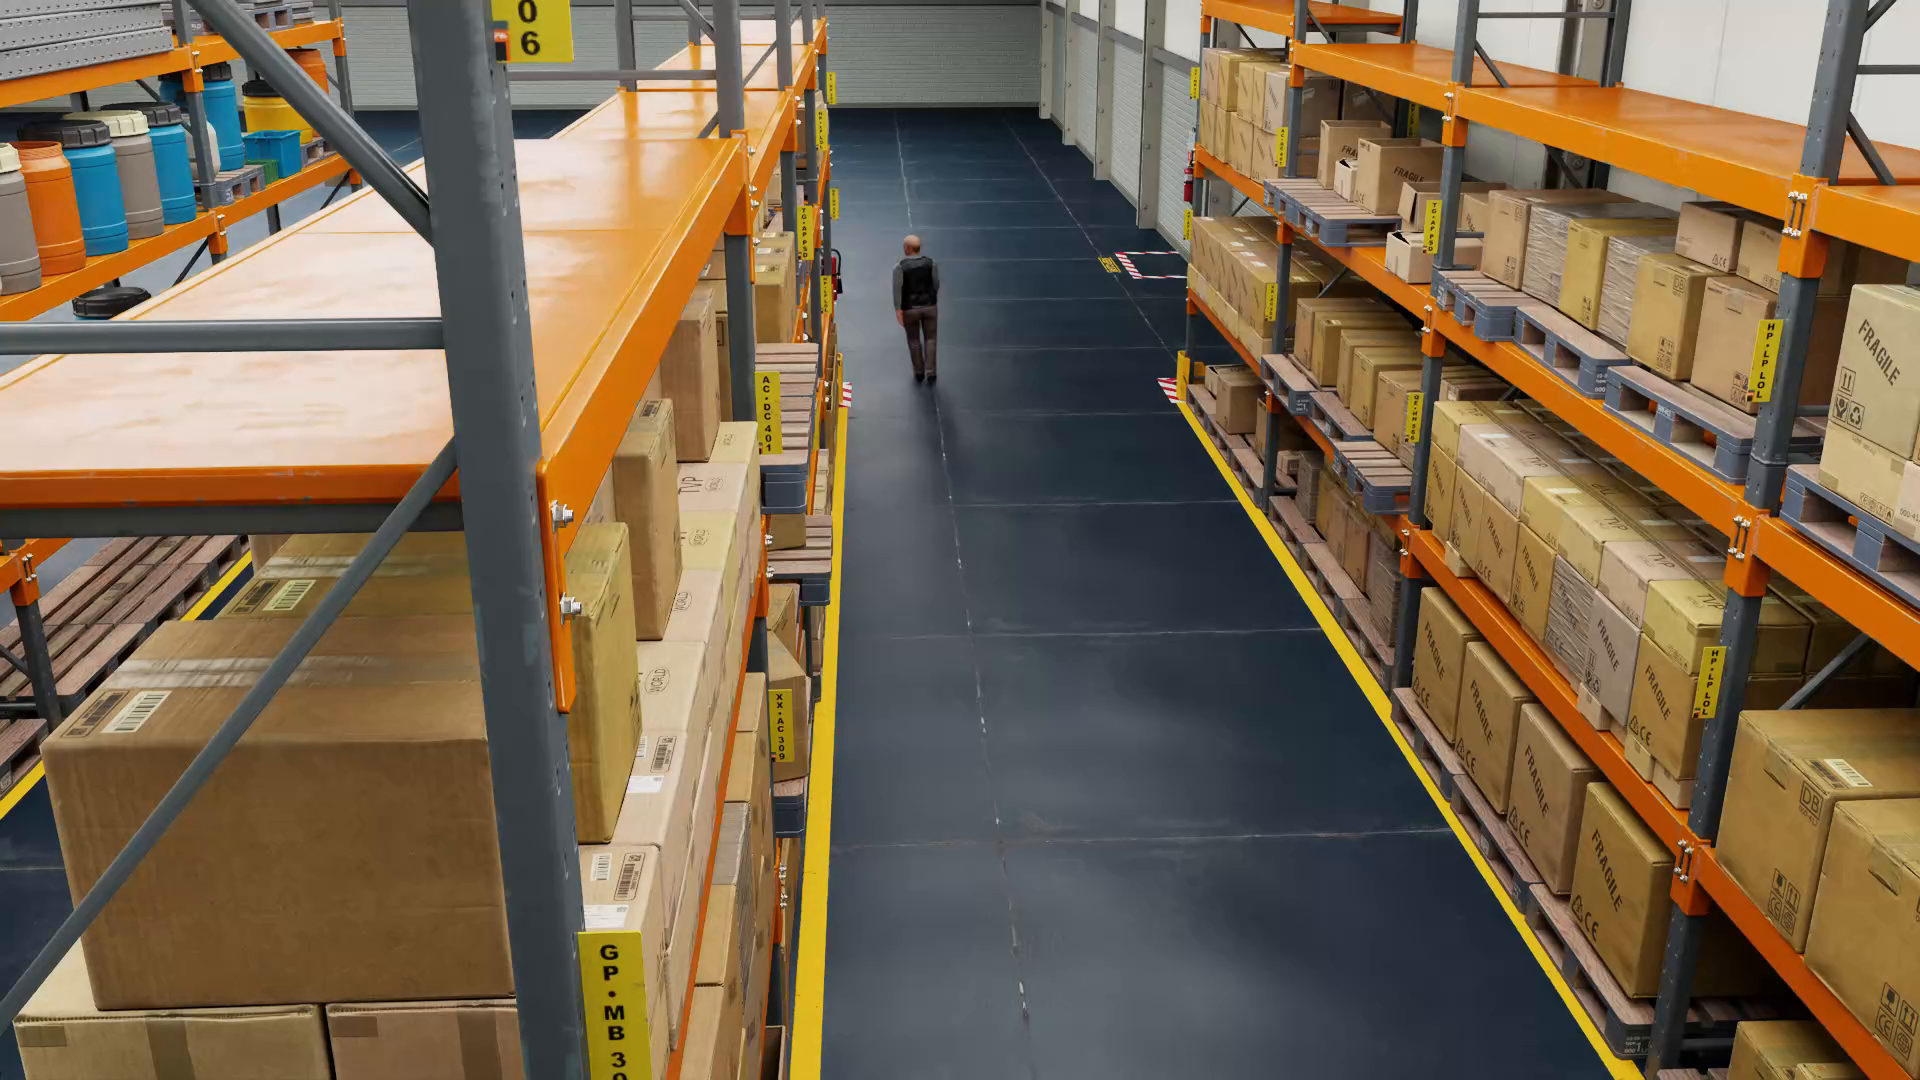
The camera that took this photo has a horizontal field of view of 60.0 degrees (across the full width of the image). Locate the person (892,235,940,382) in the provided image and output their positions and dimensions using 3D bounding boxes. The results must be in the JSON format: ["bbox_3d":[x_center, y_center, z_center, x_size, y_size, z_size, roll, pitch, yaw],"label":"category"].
[{"bbox_3d":[-0.515,-2.673,19.213,0.570,1.732,0.599,-3,21,-9],"label":"person"}]
